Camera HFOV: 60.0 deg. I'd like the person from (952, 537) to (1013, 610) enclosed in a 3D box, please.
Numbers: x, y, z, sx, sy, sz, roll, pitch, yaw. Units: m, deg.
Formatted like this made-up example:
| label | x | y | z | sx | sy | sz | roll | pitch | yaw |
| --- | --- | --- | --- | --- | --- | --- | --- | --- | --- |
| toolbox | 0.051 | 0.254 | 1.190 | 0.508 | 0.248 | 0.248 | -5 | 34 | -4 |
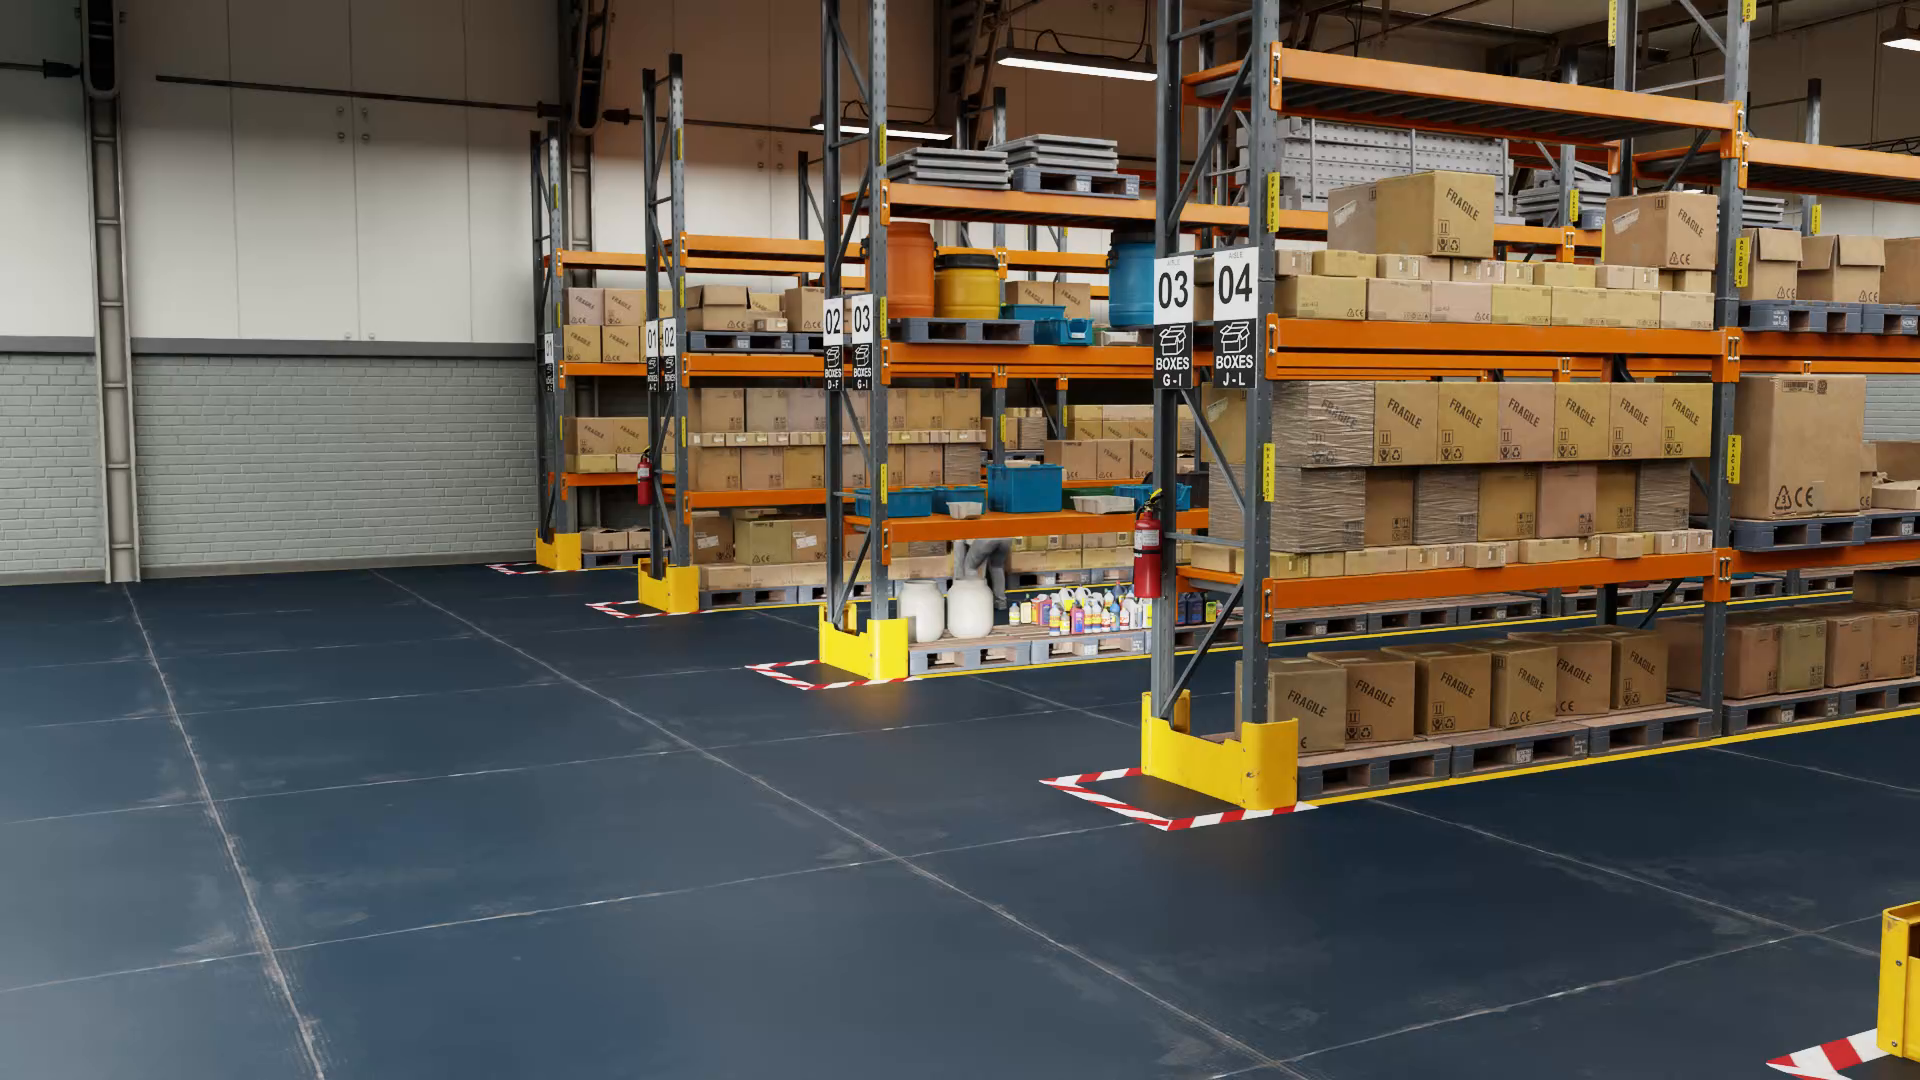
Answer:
| label | x | y | z | sx | sy | sz | roll | pitch | yaw |
| --- | --- | --- | --- | --- | --- | --- | --- | --- | --- |
| person | 0.196 | 0.225 | 18.586 | 0.489 | 1.066 | 1.009 | -3 | 6 | -31 |
